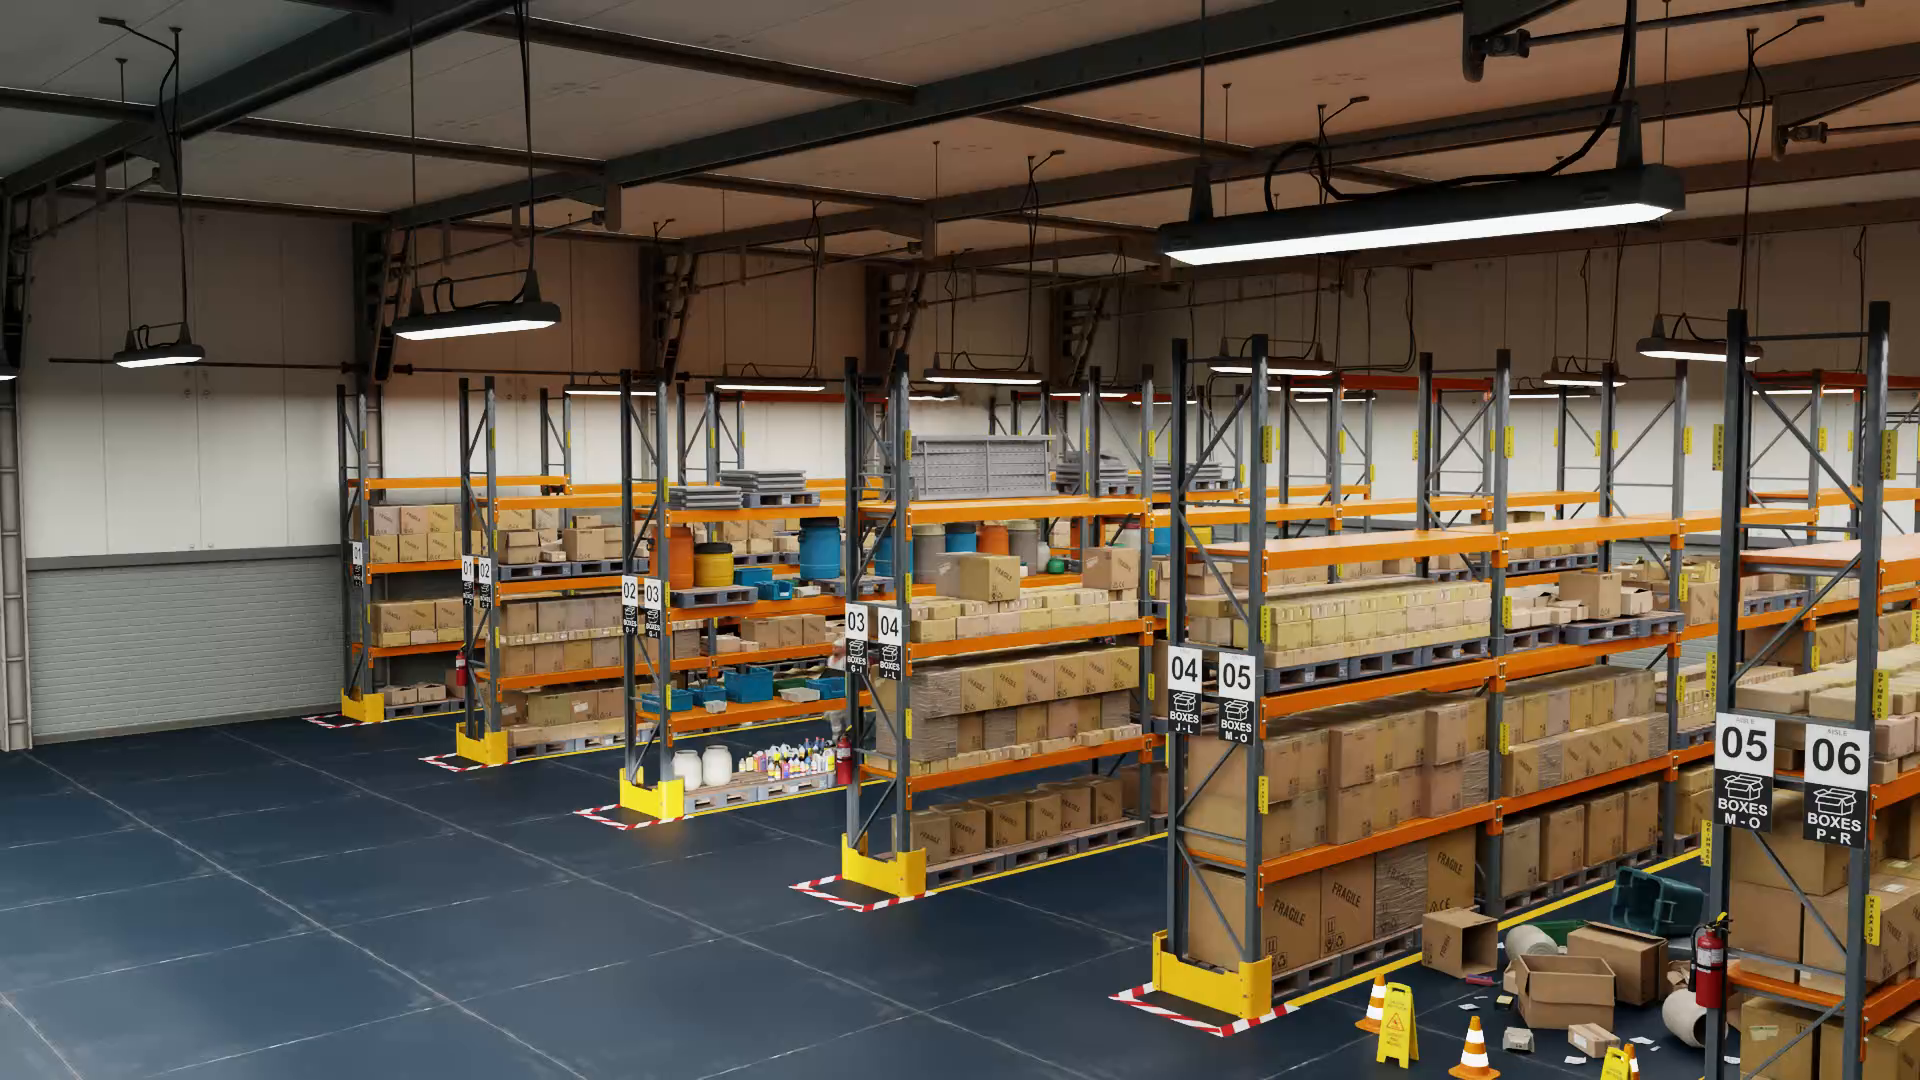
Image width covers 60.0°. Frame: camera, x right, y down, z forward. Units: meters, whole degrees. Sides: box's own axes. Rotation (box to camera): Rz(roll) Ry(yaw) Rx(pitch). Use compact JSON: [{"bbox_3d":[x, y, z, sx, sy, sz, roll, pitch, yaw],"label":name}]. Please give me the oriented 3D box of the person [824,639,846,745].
[{"bbox_3d":[-1.960,2.509,27.425,0.670,1.752,0.611,3,5,39],"label":"person"}]
